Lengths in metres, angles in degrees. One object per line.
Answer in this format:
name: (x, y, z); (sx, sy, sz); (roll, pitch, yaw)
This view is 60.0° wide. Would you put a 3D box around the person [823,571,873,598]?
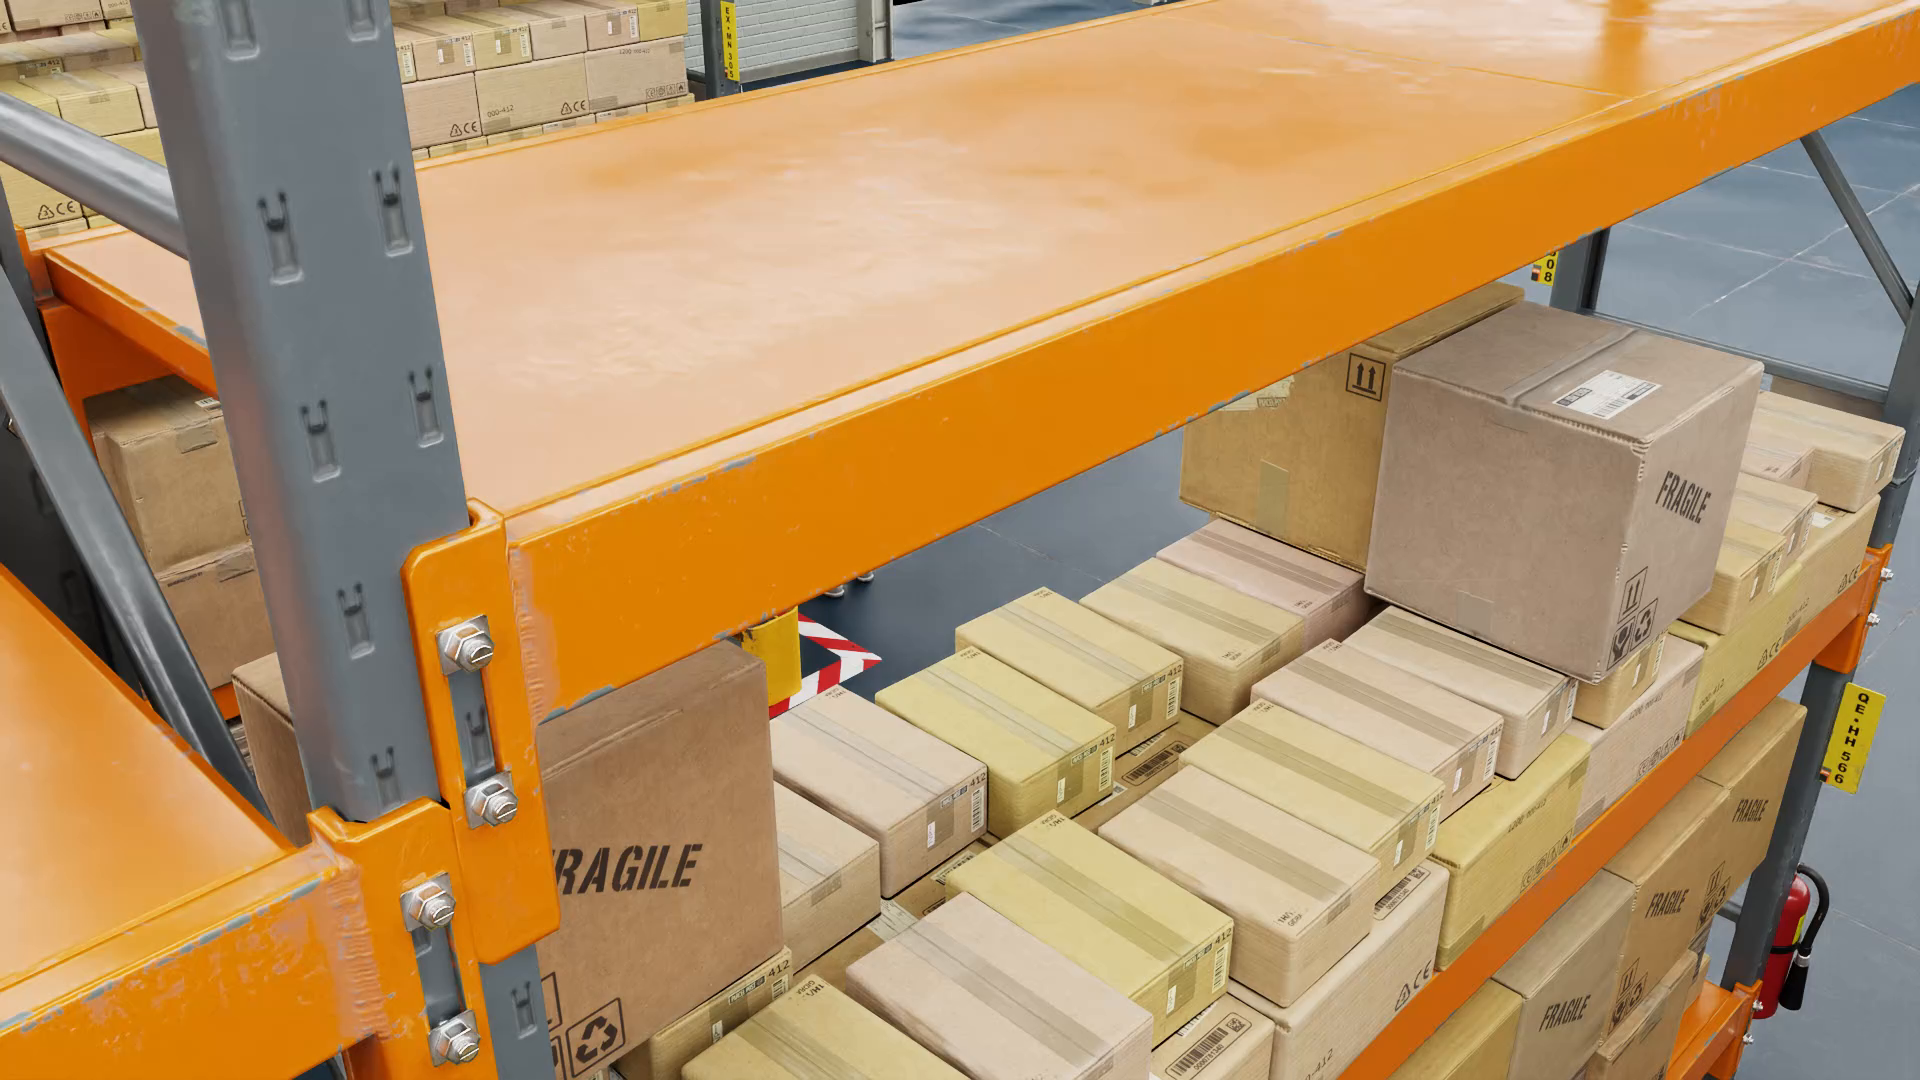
person: (-0.727, -0.461, 9.483); (0.370, 1.666, 0.547); (22, 35, 36)
